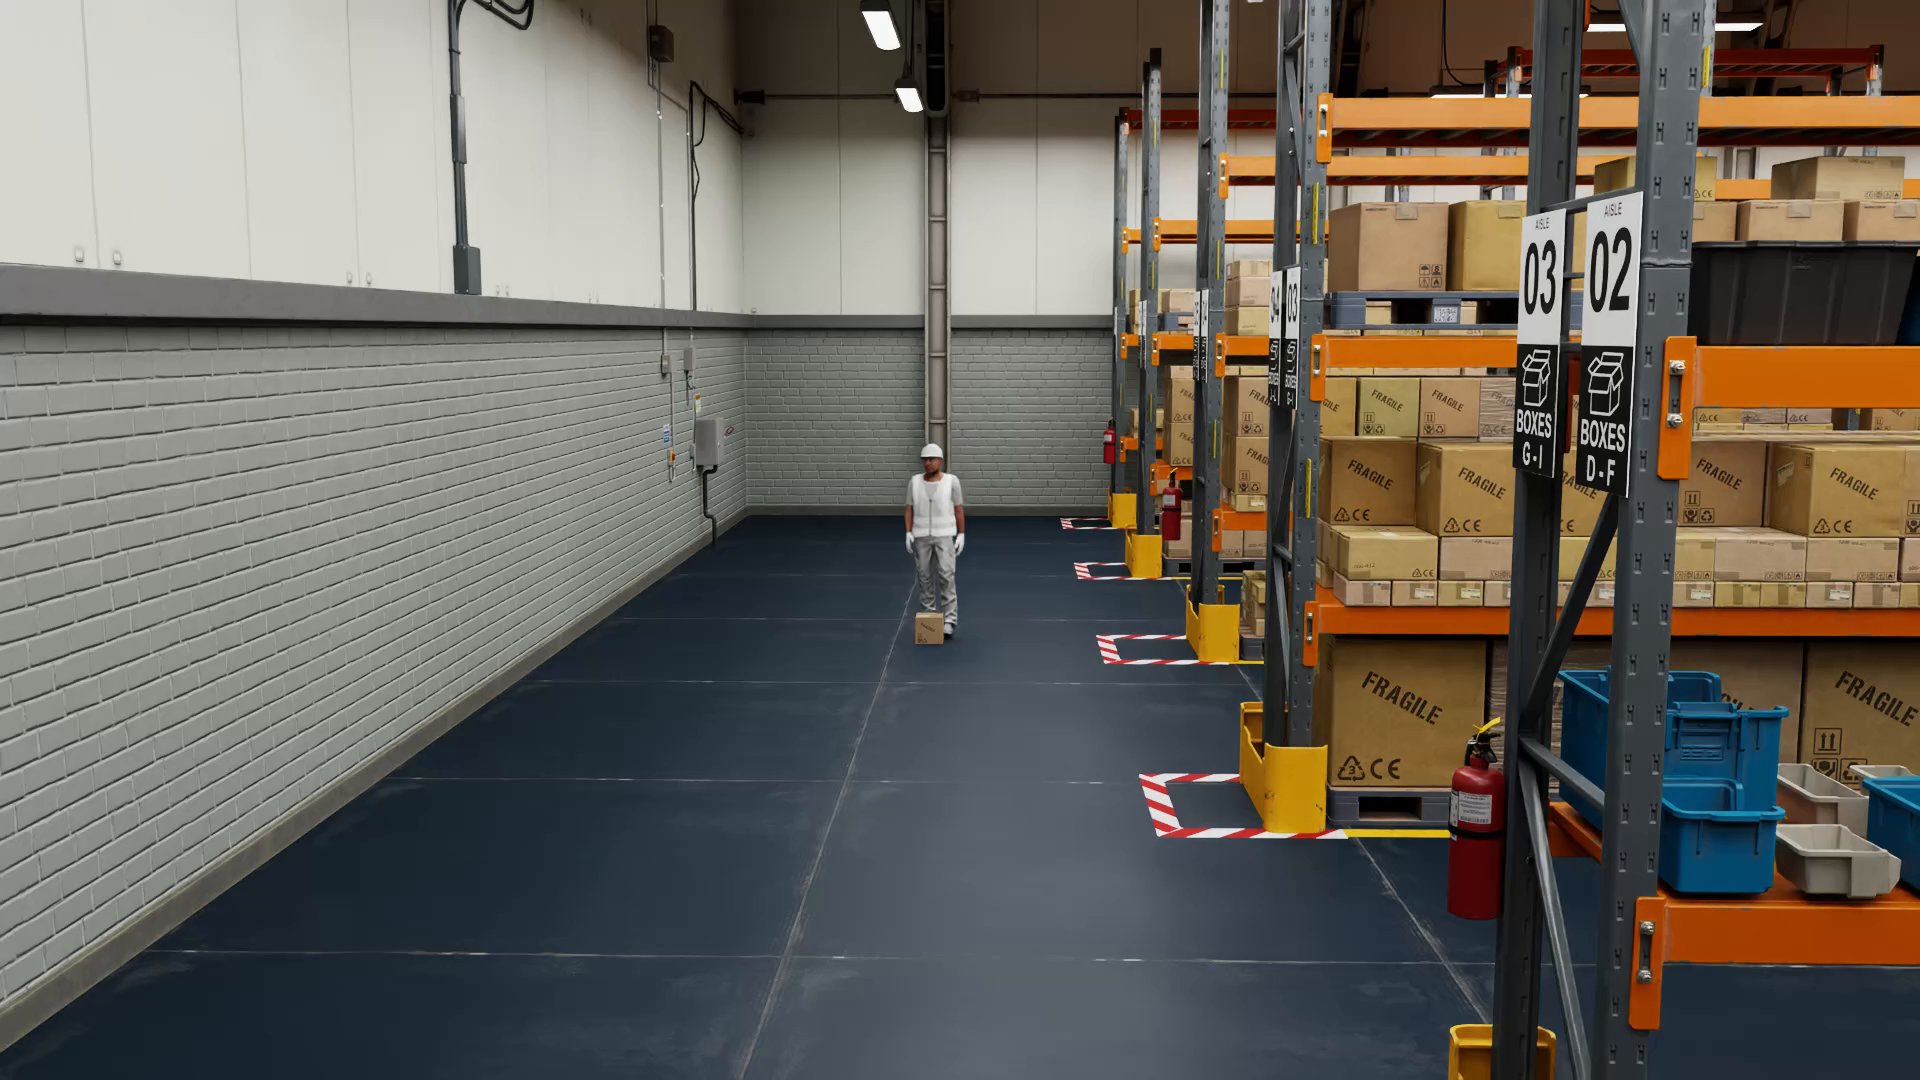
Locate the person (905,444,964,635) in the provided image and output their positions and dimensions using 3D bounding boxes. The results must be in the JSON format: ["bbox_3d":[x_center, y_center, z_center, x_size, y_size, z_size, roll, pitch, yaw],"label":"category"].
[{"bbox_3d":[-0.265,-0.010,15.656,0.556,1.777,0.649,1,7,11],"label":"person"}]
